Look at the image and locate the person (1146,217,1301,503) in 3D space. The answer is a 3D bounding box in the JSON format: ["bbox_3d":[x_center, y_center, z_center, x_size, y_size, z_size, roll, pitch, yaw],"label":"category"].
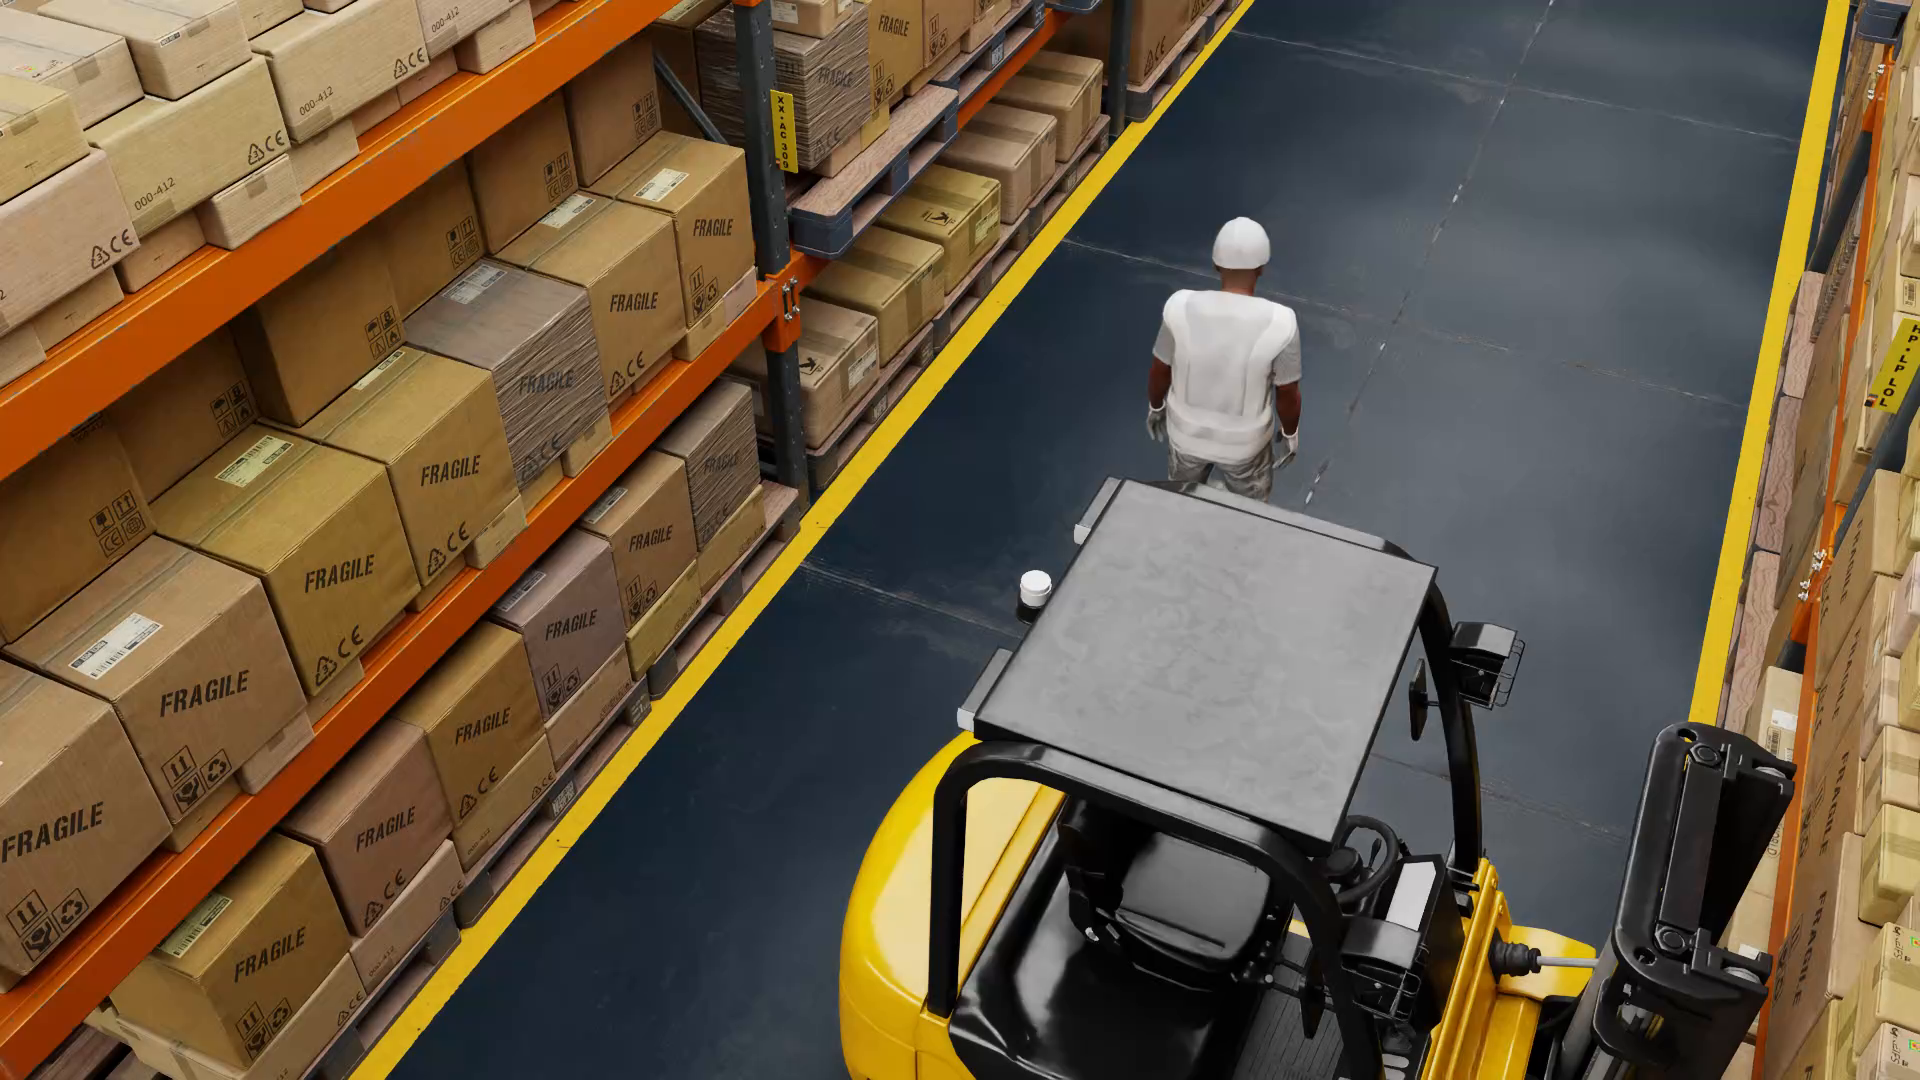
[{"bbox_3d":[1.052,-0.463,6.673,0.621,1.773,0.450,15,44,16],"label":"person"}]
